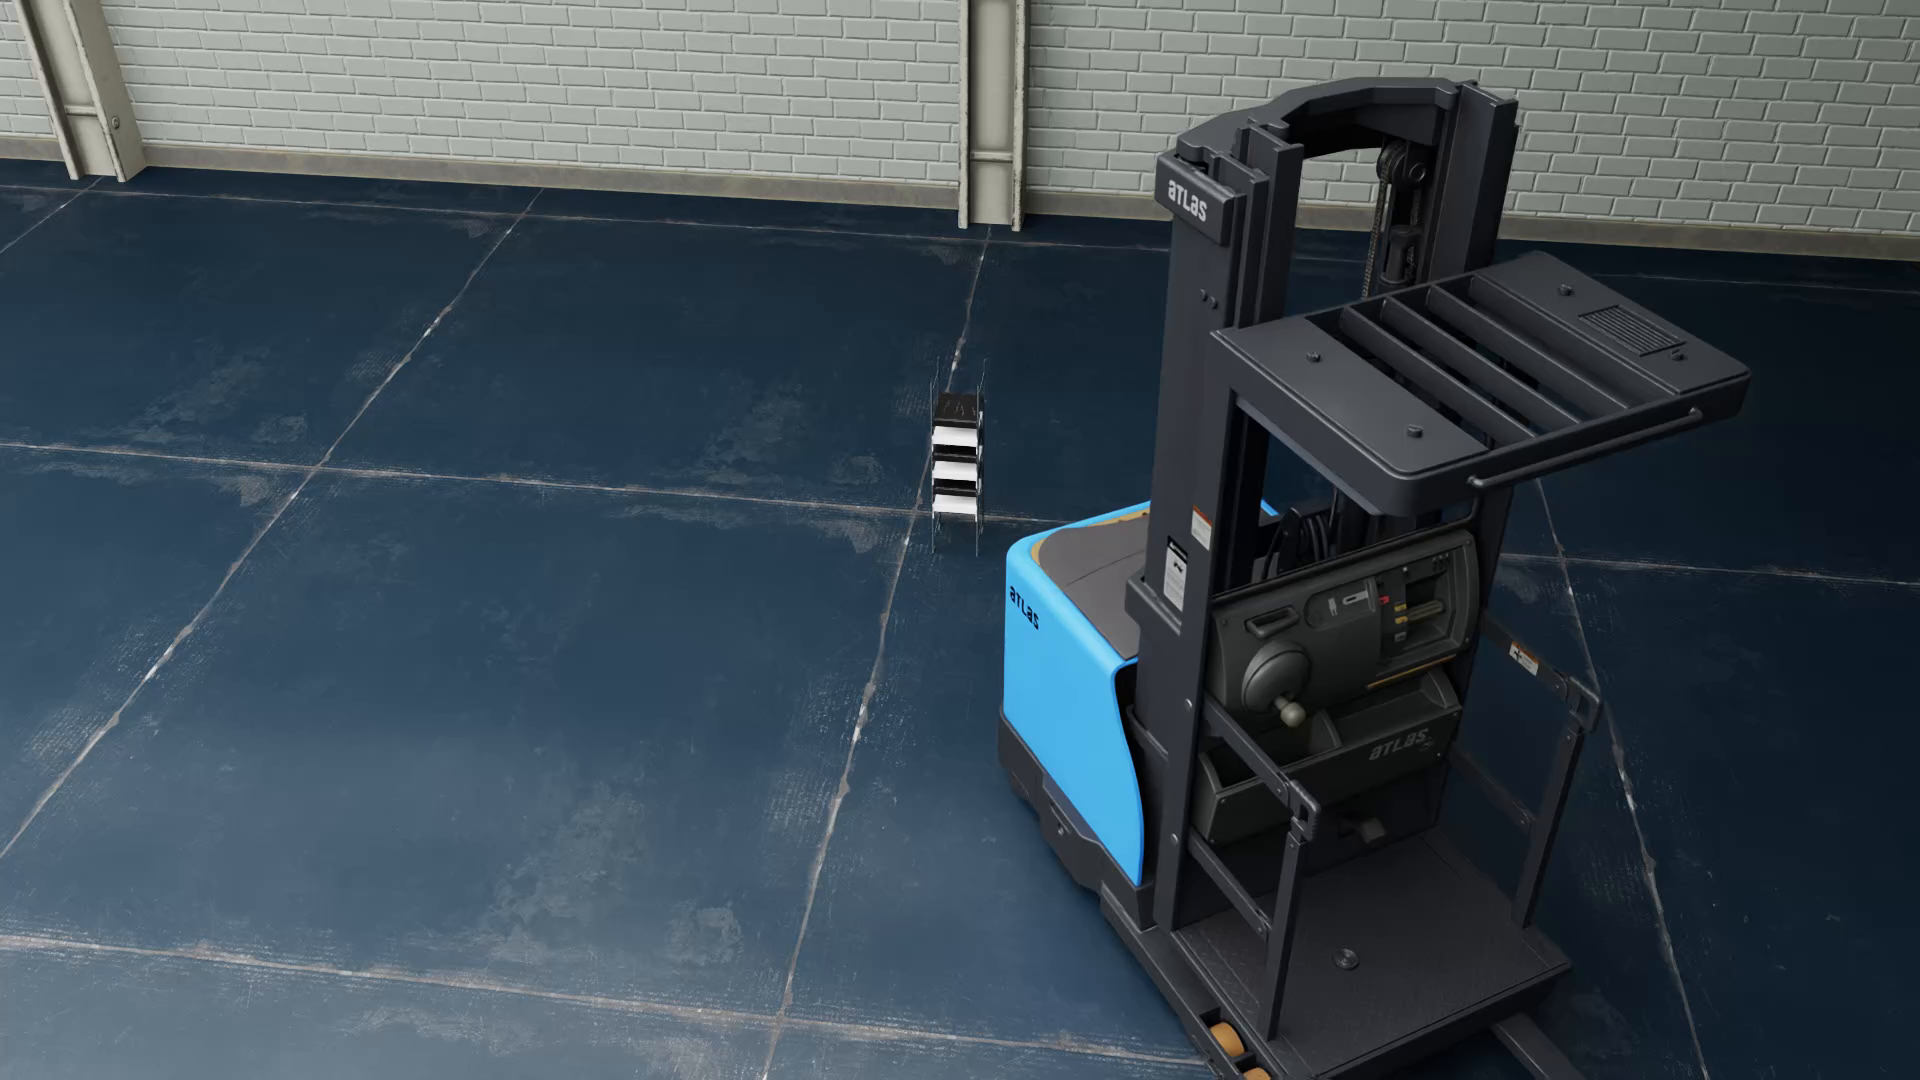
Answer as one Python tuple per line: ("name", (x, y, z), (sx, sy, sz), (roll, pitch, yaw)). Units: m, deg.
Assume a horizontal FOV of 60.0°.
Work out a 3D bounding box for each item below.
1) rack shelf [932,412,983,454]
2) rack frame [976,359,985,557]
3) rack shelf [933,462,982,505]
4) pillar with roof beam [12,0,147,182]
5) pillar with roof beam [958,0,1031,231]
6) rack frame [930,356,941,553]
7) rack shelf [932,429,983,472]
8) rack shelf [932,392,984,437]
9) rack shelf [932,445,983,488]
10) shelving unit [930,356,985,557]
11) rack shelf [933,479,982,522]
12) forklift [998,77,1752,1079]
("rack shelf", (-0.008, -0.486, 7.404), (0.200, 0.077, 0.258), (4, 36, 6))
("rack frame", (0.093, -0.359, 7.479), (0.006, 0.900, 0.240), (4, 36, 6))
("rack shelf", (-0.008, -0.267, 7.561), (0.200, 0.077, 0.258), (4, 36, 6))
("pillar with roof beam", (-6.293, -3.675, 5.152), (0.400, 9.000, 9.100), (4, 36, 6))
("pillar with roof beam", (-0.342, -3.231, 4.530), (0.400, 9.000, 9.100), (4, 36, 6))
("rack frame", (-0.109, -0.374, 7.500), (0.006, 0.900, 0.240), (4, 36, 6))
("rack shelf", (-0.008, -0.413, 7.457), (0.200, 0.077, 0.258), (4, 36, 6))
("rack shelf", (-0.008, -0.560, 7.352), (0.200, 0.077, 0.258), (4, 36, 6))
("rack shelf", (-0.008, -0.340, 7.509), (0.200, 0.077, 0.258), (4, 36, 6))
("shelving unit", (-0.008, -0.367, 7.489), (0.210, 0.900, 0.258), (4, 36, 6))
("rack shelf", (-0.008, -0.193, 7.613), (0.200, 0.077, 0.258), (4, 36, 6))
("forklift", (1.252, 0.330, 4.764), (1.130, 2.935, 3.031), (-16, 39, -21))
